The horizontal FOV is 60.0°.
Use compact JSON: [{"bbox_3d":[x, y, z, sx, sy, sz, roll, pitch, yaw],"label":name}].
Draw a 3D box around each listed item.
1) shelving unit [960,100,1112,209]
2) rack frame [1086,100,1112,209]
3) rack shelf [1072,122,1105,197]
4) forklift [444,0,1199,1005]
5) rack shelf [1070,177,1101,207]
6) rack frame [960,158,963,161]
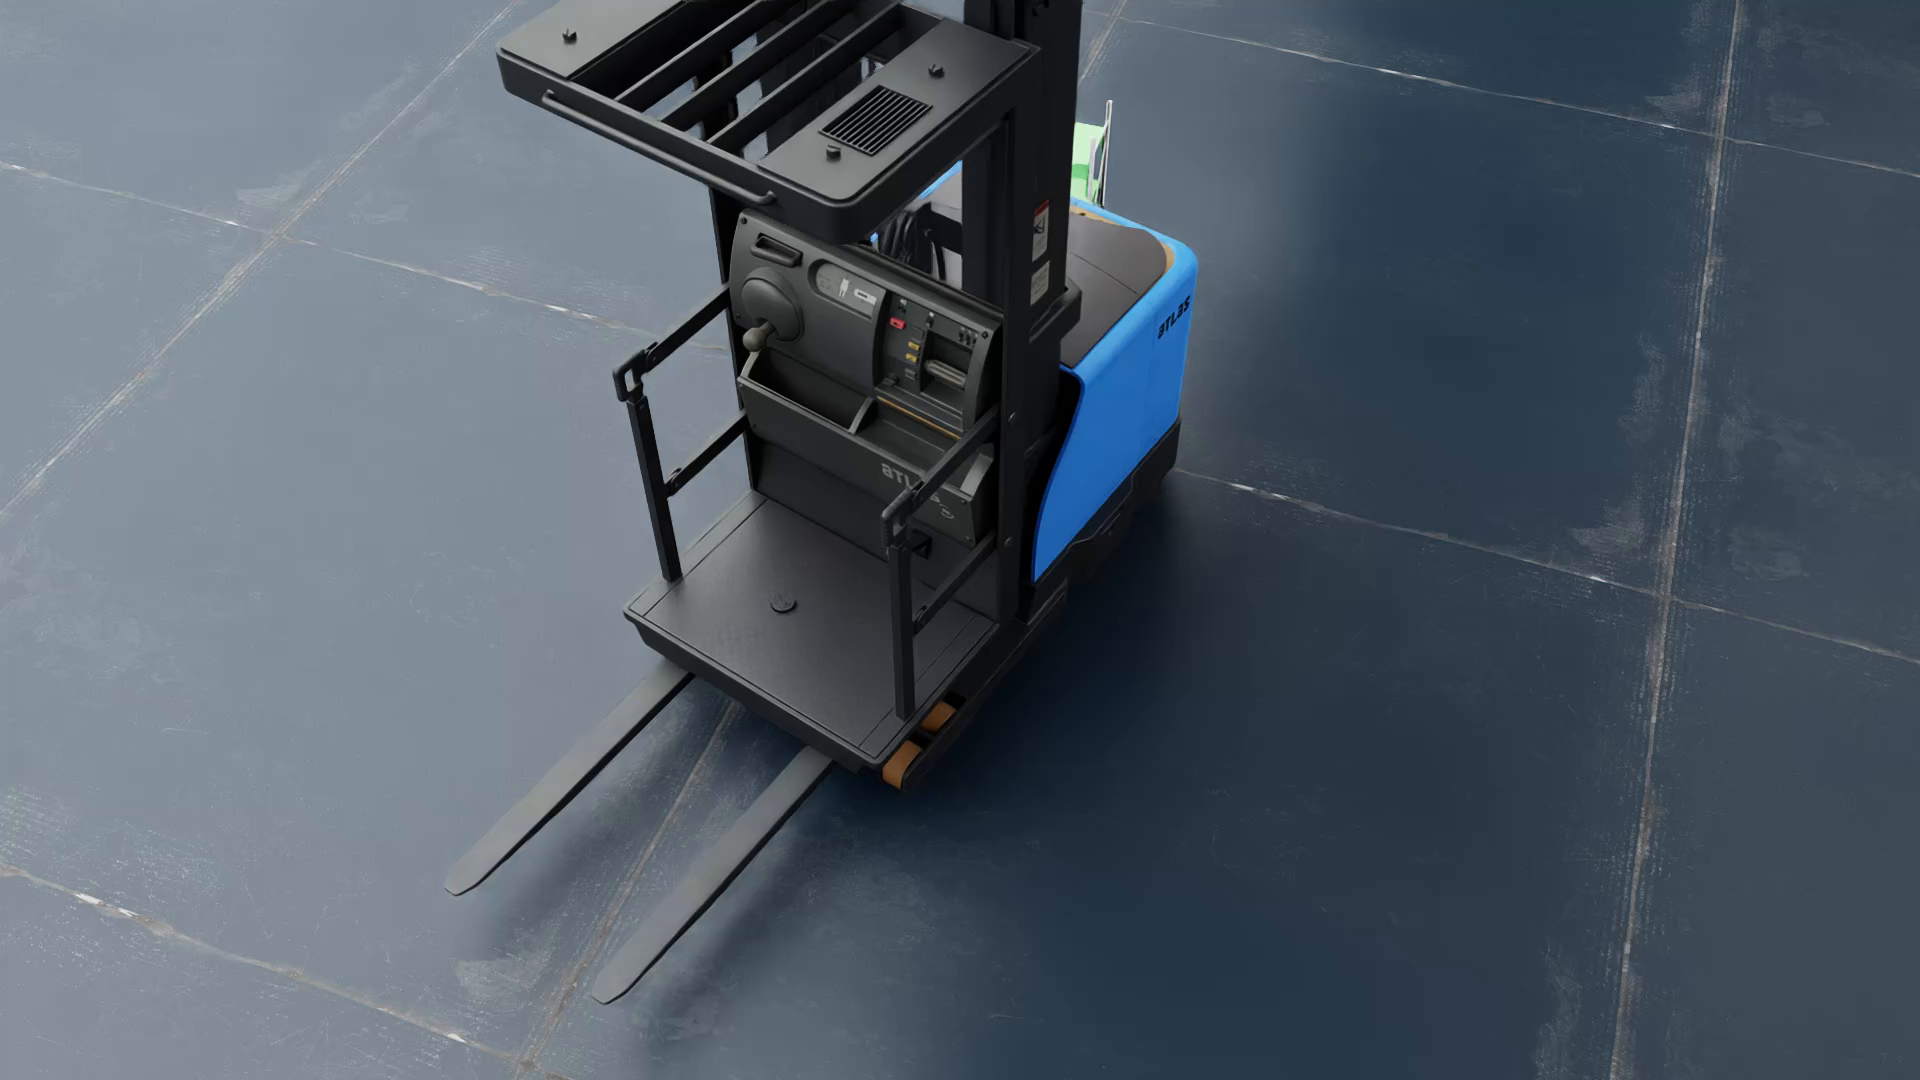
[{"bbox_3d":[0.277,-1.177,6.476,0.503,1.200,0.258,14,51,12],"label":"shelving unit"},{"bbox_3d":[0.509,-1.119,6.426,0.015,1.200,0.240,14,51,12],"label":"rack frame"},{"bbox_3d":[0.277,-1.450,6.162,0.480,0.148,0.258,14,51,12],"label":"rack shelf"},{"bbox_3d":[-0.424,-0.552,4.789,1.130,2.935,3.031,28,55,22],"label":"forklift"},{"bbox_3d":[0.277,-1.292,6.343,0.480,0.148,0.258,14,51,12],"label":"rack shelf"},{"bbox_3d":[0.046,-1.235,6.527,0.015,1.200,0.240,14,51,12],"label":"rack frame"}]
